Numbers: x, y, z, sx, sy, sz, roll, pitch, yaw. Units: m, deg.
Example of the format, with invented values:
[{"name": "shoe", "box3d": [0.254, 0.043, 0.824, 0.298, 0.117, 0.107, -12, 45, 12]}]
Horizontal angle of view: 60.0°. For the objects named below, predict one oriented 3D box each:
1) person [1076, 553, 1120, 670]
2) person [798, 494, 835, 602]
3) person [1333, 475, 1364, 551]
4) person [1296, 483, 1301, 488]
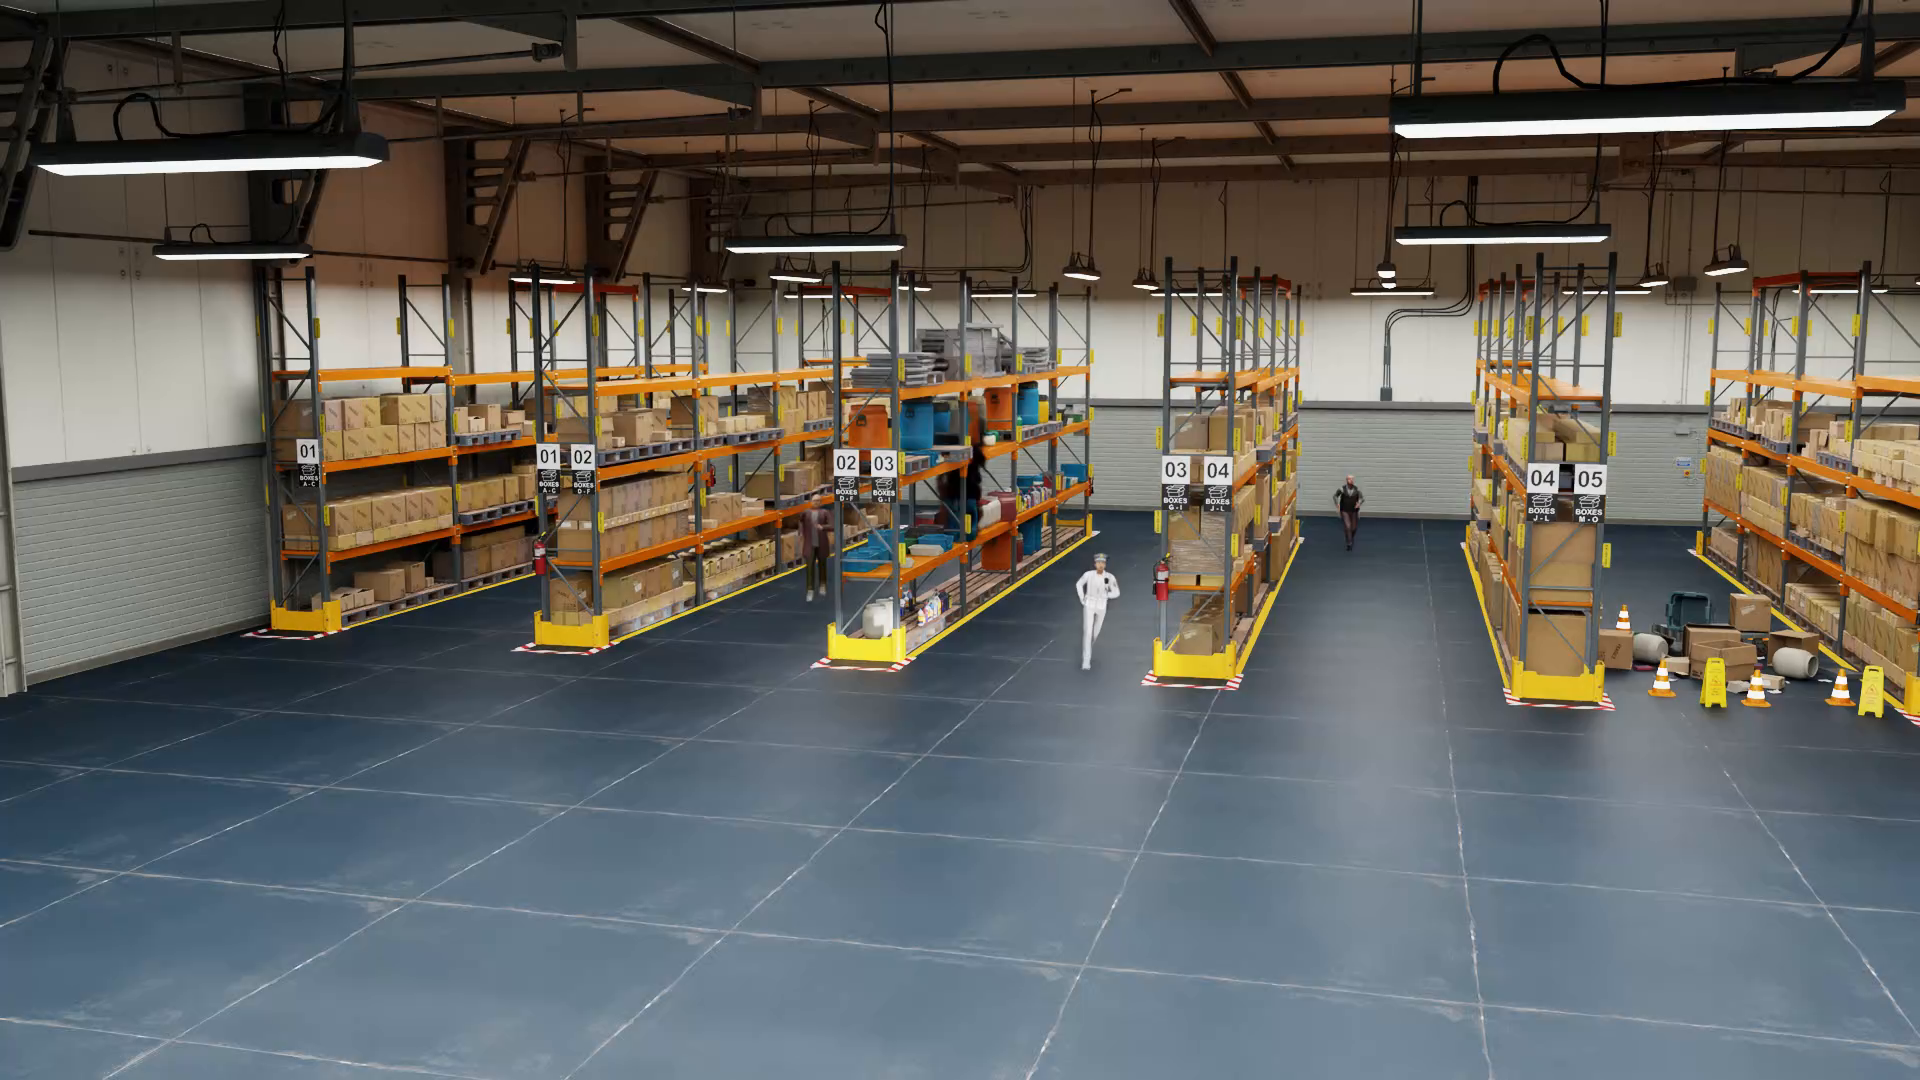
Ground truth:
[{"name": "person", "box3d": [2.058, 1.035, 24.853, 0.643, 1.710, 0.864, 0, 7, 2]}, {"name": "person", "box3d": [-2.517, 0.156, 29.163, 0.689, 1.734, 0.919, 0, 7, 1]}, {"name": "person", "box3d": [8.828, -0.628, 37.777, 0.694, 1.696, 0.841, 0, 7, 3]}, {"name": "person", "box3d": [7.850, -0.992, 40.411, 0.781, 1.828, 0.669, 5, 9, 36]}]
